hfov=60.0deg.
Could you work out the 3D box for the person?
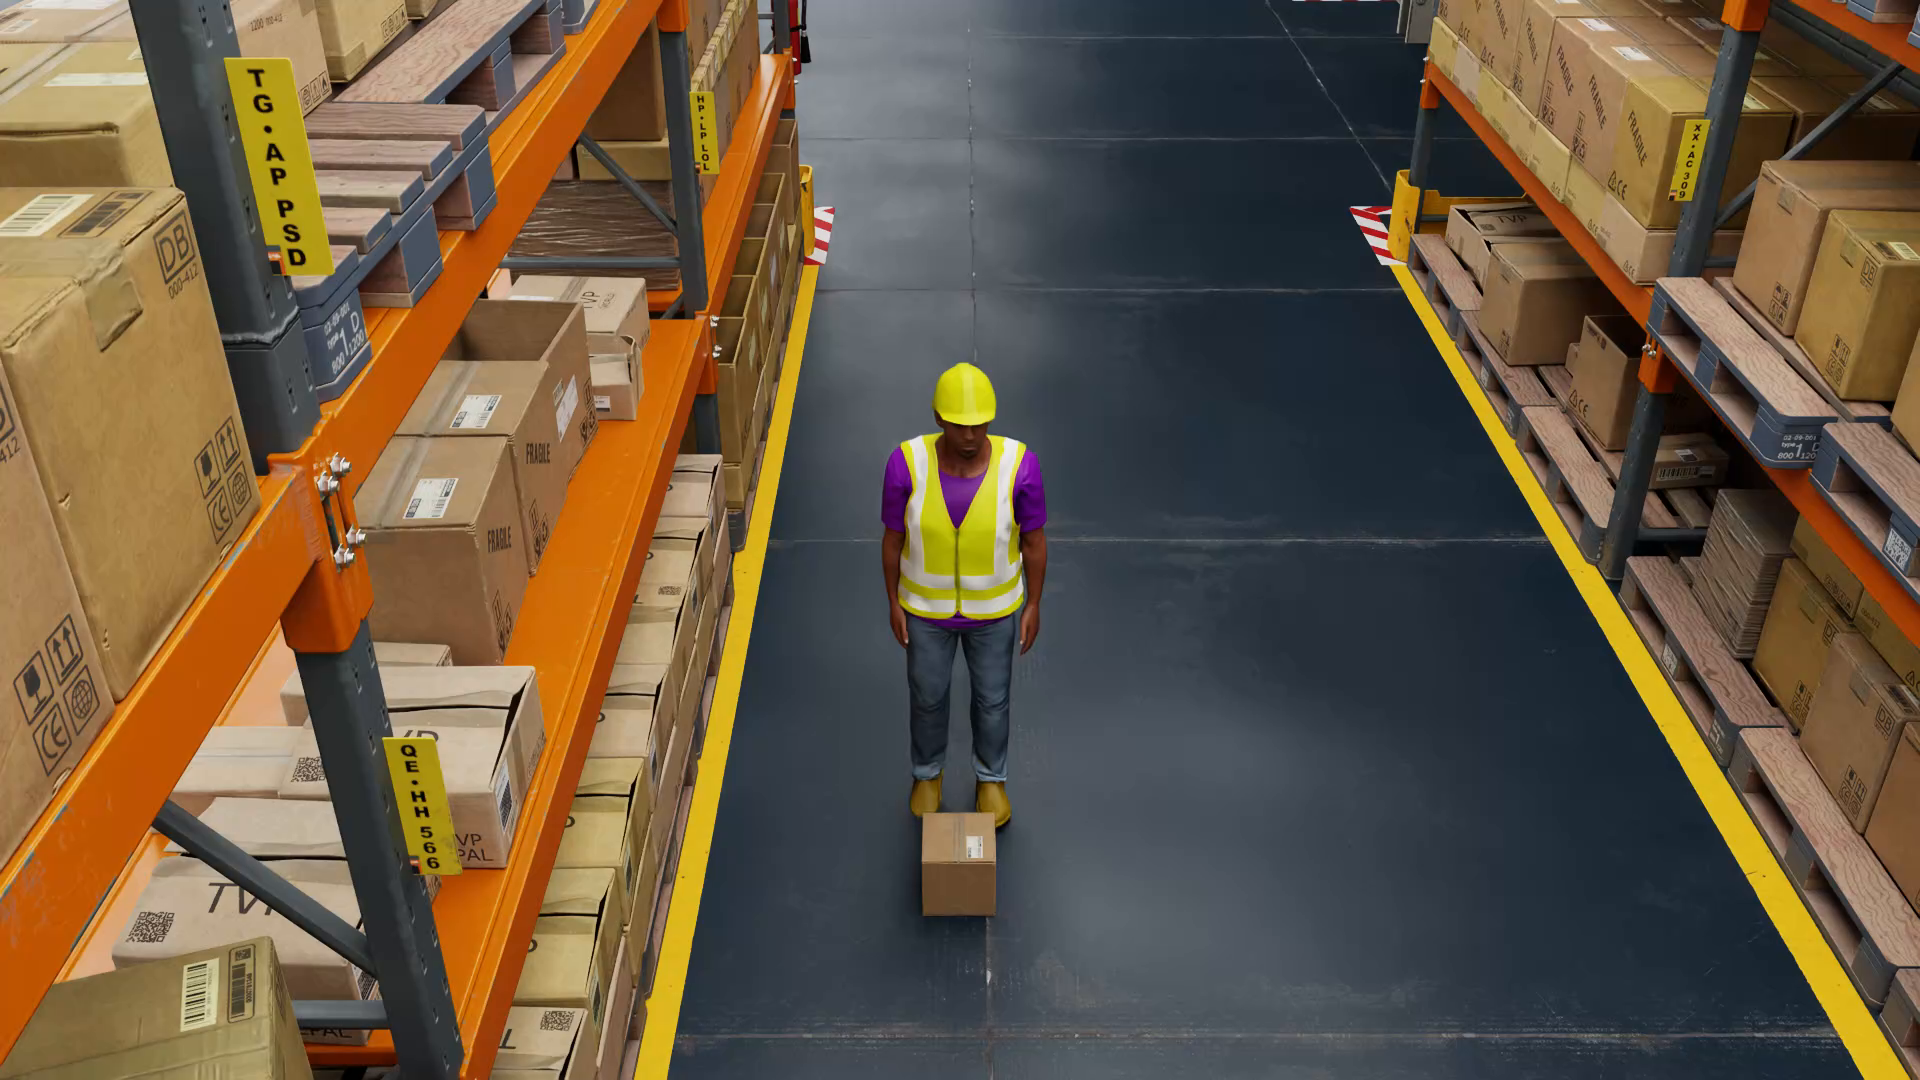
[{"bbox_3d":[0.013,0.234,5.764,0.566,1.807,0.357,1,31,1],"label":"person"}]
